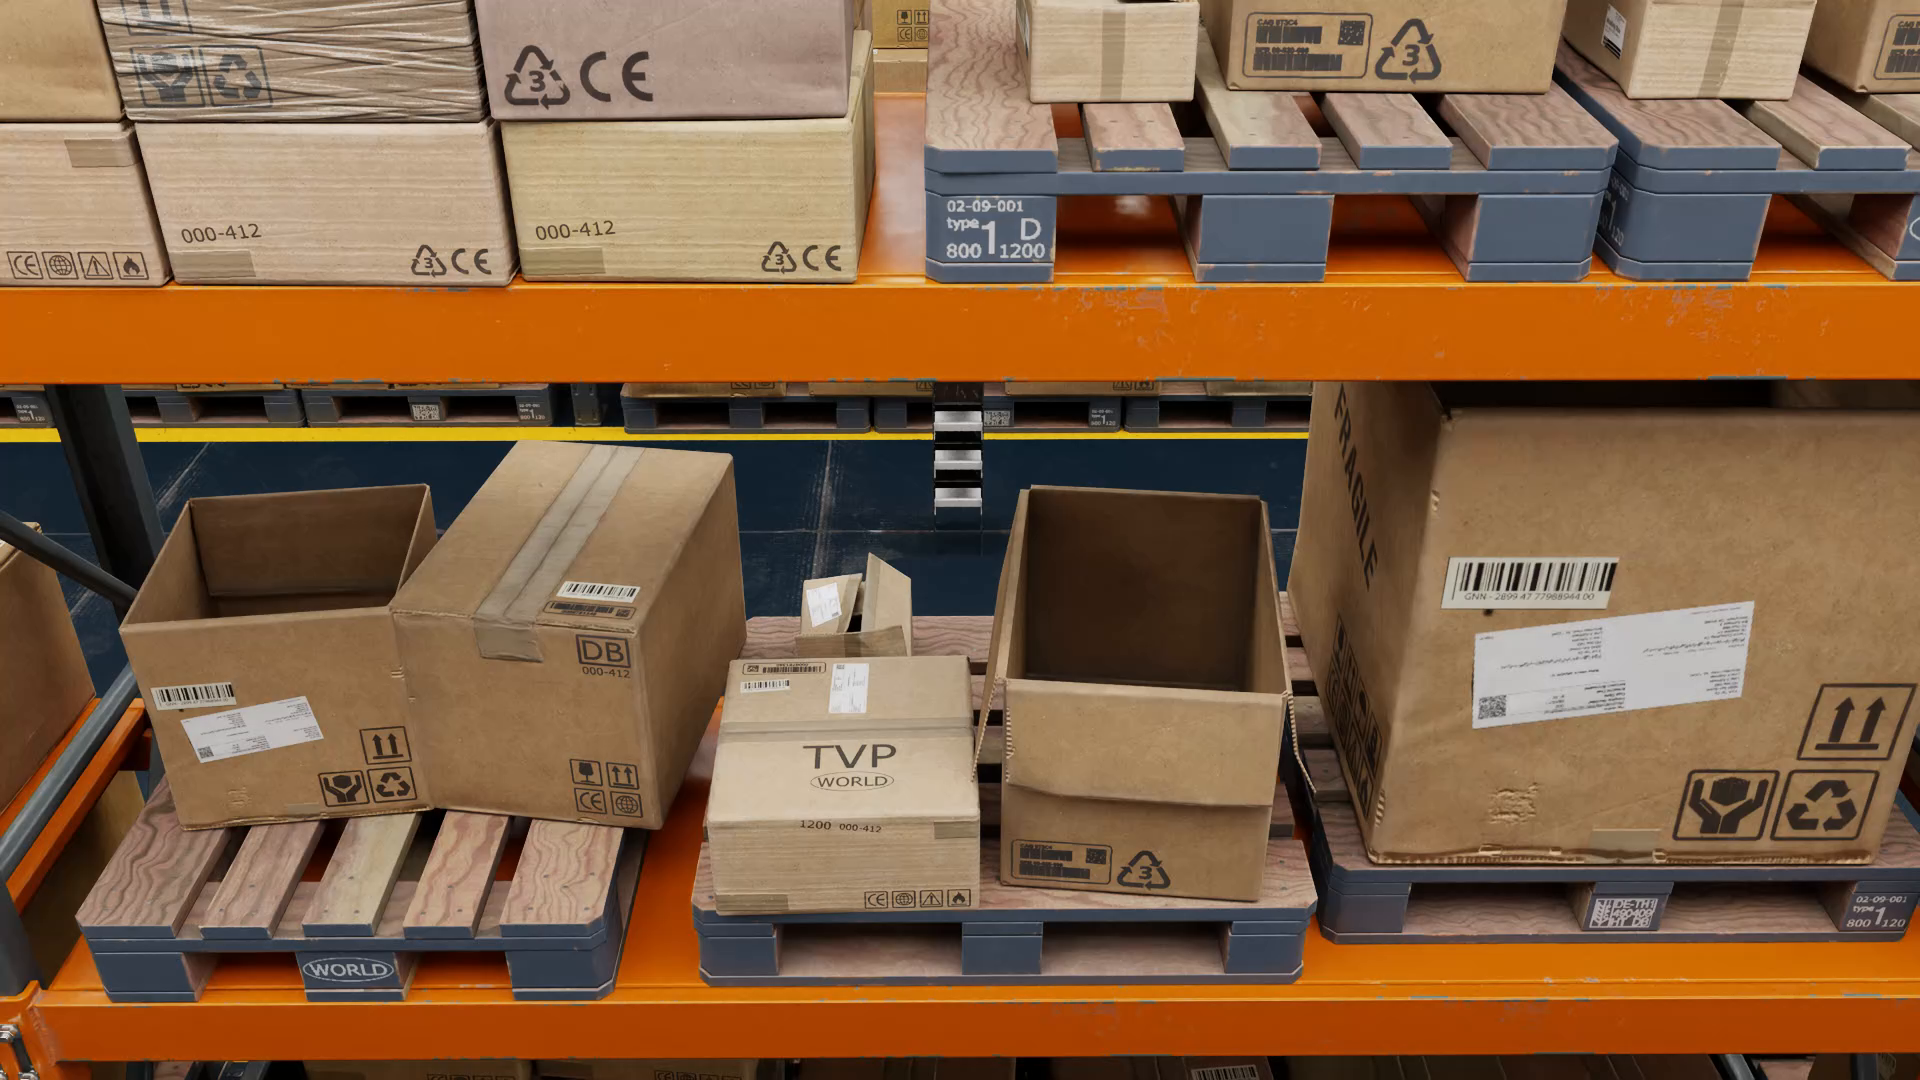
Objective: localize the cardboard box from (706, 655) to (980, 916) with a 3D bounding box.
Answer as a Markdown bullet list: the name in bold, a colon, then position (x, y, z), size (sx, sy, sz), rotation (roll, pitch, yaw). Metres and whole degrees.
- **cardboard box**: position (-0.221, 0.477, 3.312), size (0.500, 0.250, 0.500), rotation (-1, 31, -2)

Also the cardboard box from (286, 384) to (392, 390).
- **cardboard box**: position (-3.003, -1.068, 8.124), size (0.500, 0.500, 0.500), rotation (1, 31, 2)

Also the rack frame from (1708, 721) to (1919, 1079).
- **rack frame**: position (2.101, 0.466, 3.590), size (0.127, 3.000, 1.000), rotation (0, 31, 0)

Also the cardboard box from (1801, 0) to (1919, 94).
- **cardboard box**: position (1.631, -1.090, 2.759), size (0.637, 0.503, 0.797), rotation (-2, 31, -3)

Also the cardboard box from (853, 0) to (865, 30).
- **cardboard box**: position (-0.415, -1.193, 2.854), size (0.500, 0.500, 0.500), rotation (0, 31, 1)

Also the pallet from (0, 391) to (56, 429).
- **pallet**: position (-5.049, -0.893, 8.519), size (1.213, 0.211, 1.003), rotation (0, 31, 0)

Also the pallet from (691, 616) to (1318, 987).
- **pallet**: position (0.081, 0.533, 3.665), size (1.213, 0.211, 1.003), rotation (0, 31, 0)

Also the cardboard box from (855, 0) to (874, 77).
- **cardboard box**: position (-0.427, -0.877, 3.057), size (0.500, 0.250, 0.500), rotation (1, 31, 1)

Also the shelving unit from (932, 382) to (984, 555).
- **shelving unit**: position (-0.008, -0.385, 7.017), size (0.210, 0.900, 0.258), rotation (0, 31, 0)

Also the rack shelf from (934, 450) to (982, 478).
- **rack shelf**: position (-0.008, -0.356, 7.034), size (0.200, 0.077, 0.258), rotation (0, 31, 0)

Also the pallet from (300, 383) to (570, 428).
- **pallet**: position (-2.609, -0.901, 8.531), size (1.213, 0.211, 1.003), rotation (0, 31, 0)

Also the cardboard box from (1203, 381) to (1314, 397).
- **cardboard box**: position (1.552, -1.276, 8.226), size (0.750, 0.750, 1.050), rotation (0, 31, -1)

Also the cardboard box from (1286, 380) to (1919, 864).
- **cardboard box**: position (1.306, -0.040, 3.441), size (1.000, 1.000, 1.000), rotation (0, 31, 0)

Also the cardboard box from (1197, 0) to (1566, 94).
- **cardboard box**: position (0.688, -1.087, 2.753), size (0.637, 0.503, 0.797), rotation (1, 31, 2)

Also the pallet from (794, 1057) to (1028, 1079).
- **pallet**: position (0.100, 1.667, 4.300), size (1.213, 0.211, 1.003), rotation (0, 31, 0)

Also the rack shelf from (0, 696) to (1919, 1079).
- **rack shelf**: position (0.101, 0.780, 3.767), size (4.000, 0.370, 1.077), rotation (0, 31, 0)

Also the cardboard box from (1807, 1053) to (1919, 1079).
- **cardboard box**: position (2.501, 1.375, 4.098), size (0.500, 0.500, 0.500), rotation (-1, 31, -2)

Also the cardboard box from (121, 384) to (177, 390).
- **cardboard box**: position (-4.034, -1.069, 8.125), size (0.500, 0.500, 0.500), rotation (0, 31, 1)

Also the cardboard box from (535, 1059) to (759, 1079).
- **cardboard box**: position (-0.699, 1.014, 3.950), size (0.500, 0.250, 0.500), rotation (3, 31, 5)

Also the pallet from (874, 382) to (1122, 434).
- **pallet**: position (0.178, -0.868, 8.477), size (1.213, 0.211, 1.003), rotation (0, 31, 0)

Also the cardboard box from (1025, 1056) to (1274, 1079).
- **cardboard box**: position (0.451, 1.331, 4.150), size (0.500, 0.500, 0.700), rotation (-3, 31, -5)

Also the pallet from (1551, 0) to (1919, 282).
- **pallet**: position (1.483, -0.789, 2.949), size (1.003, 0.211, 1.213), rotation (0, 31, 0)

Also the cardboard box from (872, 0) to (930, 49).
- **cardboard box**: position (-0.360, -2.566, 7.527), size (0.500, 0.500, 0.700), rotation (-1, 31, -1)

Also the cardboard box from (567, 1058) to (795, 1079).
- **cardboard box**: position (-0.674, 1.338, 4.138), size (0.500, 0.500, 0.700), rotation (-3, 31, -4)

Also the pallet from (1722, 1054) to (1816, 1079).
- **pallet**: position (2.773, 1.638, 4.347), size (1.213, 0.211, 1.003), rotation (0, 31, 0)

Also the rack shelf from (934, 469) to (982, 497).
- **rack shelf**: position (-0.008, -0.279, 7.081), size (0.200, 0.077, 0.258), rotation (0, 31, 0)

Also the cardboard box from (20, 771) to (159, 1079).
- **cardboard box**: position (-2.589, 1.199, 4.026), size (0.875, 0.875, 1.225), rotation (-2, 31, -3)

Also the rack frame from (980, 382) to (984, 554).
- **rack frame**: position (0.094, -0.385, 7.017), size (0.006, 0.900, 0.240), rotation (0, 31, 0)

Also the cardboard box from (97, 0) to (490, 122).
- **cardboard box**: position (-0.920, -0.928, 2.418), size (0.500, 0.500, 0.500), rotation (0, 31, 0)

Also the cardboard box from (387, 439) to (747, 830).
- **cardboard box**: position (-0.801, 0.180, 3.560), size (0.500, 0.500, 0.700), rotation (4, 32, 7)

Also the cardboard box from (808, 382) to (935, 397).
- **cardboard box**: position (-0.344, -1.272, 8.219), size (0.750, 0.750, 1.050), rotation (0, 31, 0)

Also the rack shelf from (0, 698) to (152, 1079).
- **rack shelf**: position (-3.899, 0.792, 3.746), size (4.000, 0.370, 1.077), rotation (0, 31, 0)

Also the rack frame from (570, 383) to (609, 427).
- **rack frame**: position (-1.828, -2.095, 7.811), size (0.127, 3.000, 1.000), rotation (0, 31, 0)

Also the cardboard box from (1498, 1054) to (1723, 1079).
- **cardboard box**: position (1.487, 1.337, 4.140), size (0.500, 0.500, 0.700), rotation (-2, 31, -4)

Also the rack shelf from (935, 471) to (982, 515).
- **rack shelf**: position (-0.008, -0.202, 7.127), size (0.200, 0.077, 0.258), rotation (0, 31, 0)

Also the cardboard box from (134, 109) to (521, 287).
- **cardboard box**: position (-0.914, -0.611, 2.618), size (0.500, 0.250, 0.500), rotation (1, 31, 1)
